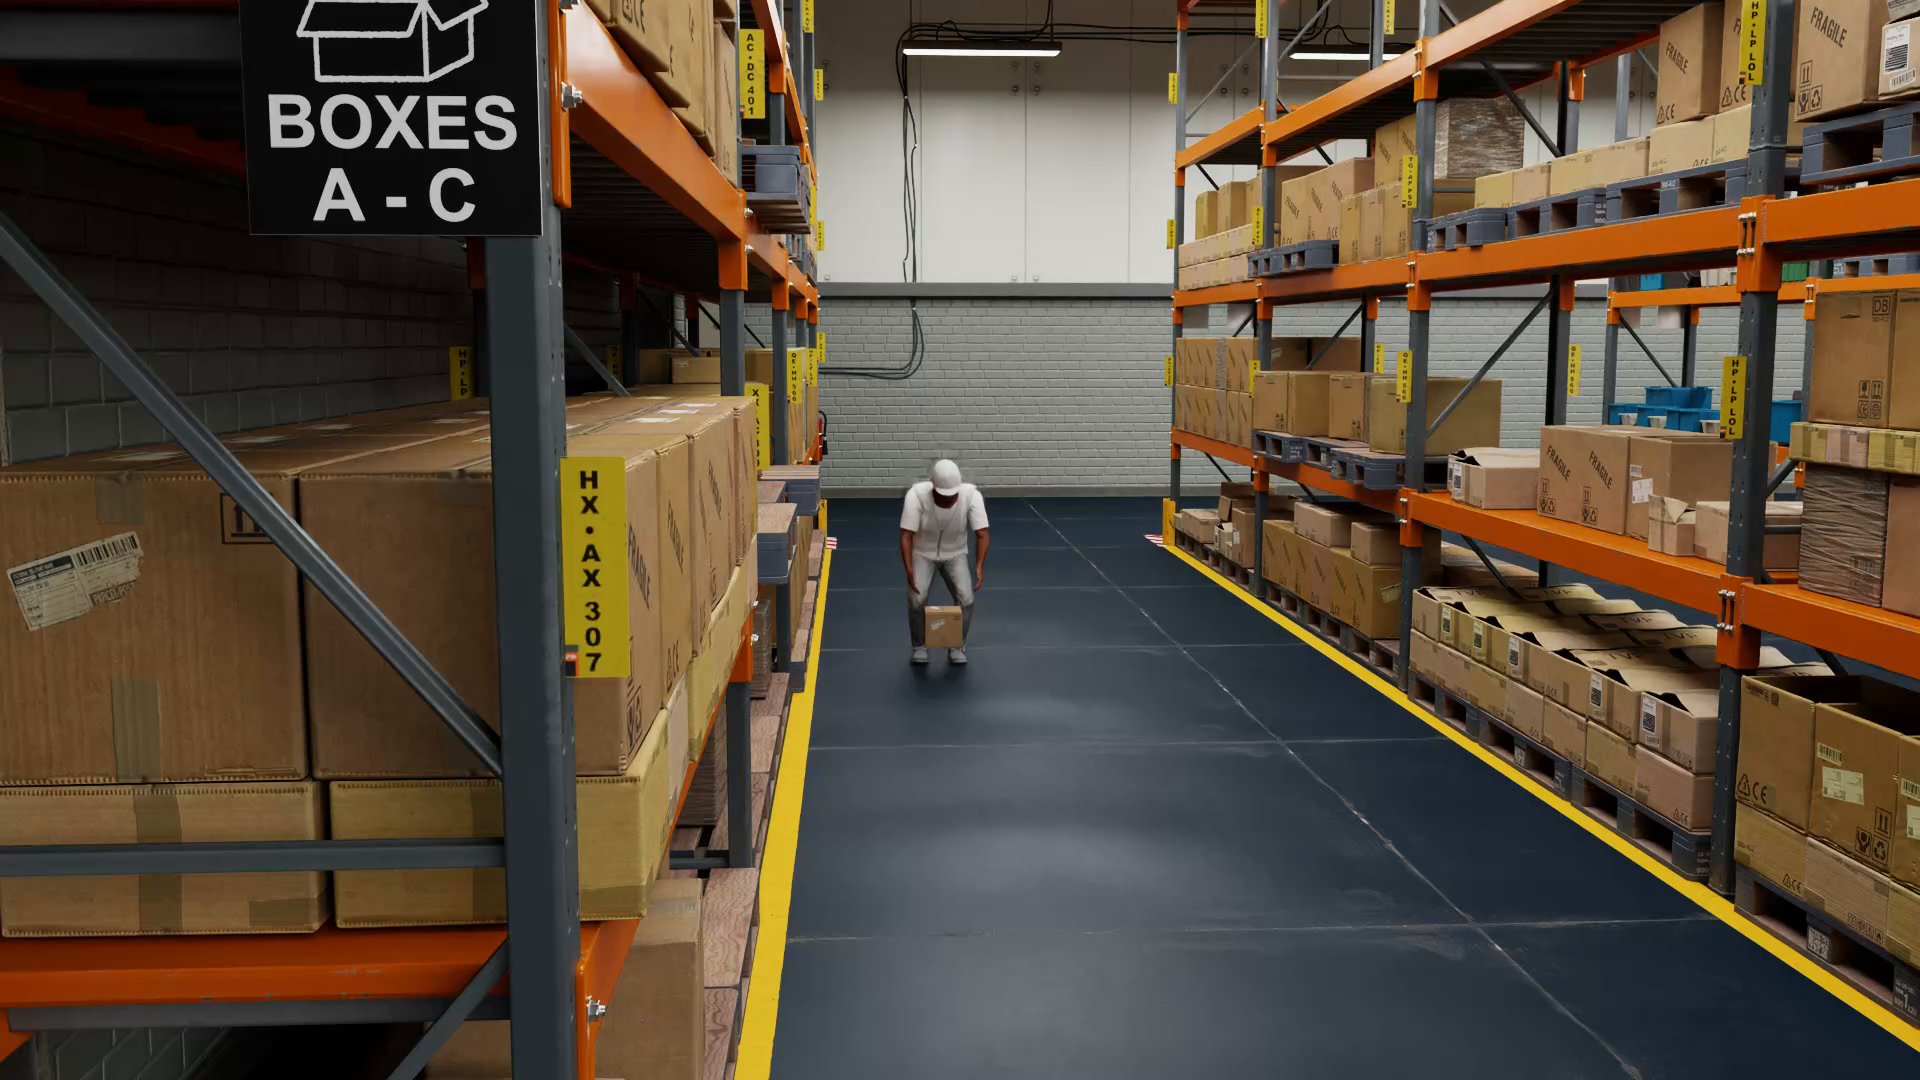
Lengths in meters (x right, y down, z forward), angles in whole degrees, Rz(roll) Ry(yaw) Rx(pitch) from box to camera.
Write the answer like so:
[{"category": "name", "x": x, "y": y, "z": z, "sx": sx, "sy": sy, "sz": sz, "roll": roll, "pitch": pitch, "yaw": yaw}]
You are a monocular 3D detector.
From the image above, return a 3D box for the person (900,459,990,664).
[{"category": "person", "x": -0.109, "y": 0.143, "z": 11.726, "sx": 0.630, "sy": 1.462, "sz": 0.727, "roll": 0, "pitch": 7, "yaw": -3}]
